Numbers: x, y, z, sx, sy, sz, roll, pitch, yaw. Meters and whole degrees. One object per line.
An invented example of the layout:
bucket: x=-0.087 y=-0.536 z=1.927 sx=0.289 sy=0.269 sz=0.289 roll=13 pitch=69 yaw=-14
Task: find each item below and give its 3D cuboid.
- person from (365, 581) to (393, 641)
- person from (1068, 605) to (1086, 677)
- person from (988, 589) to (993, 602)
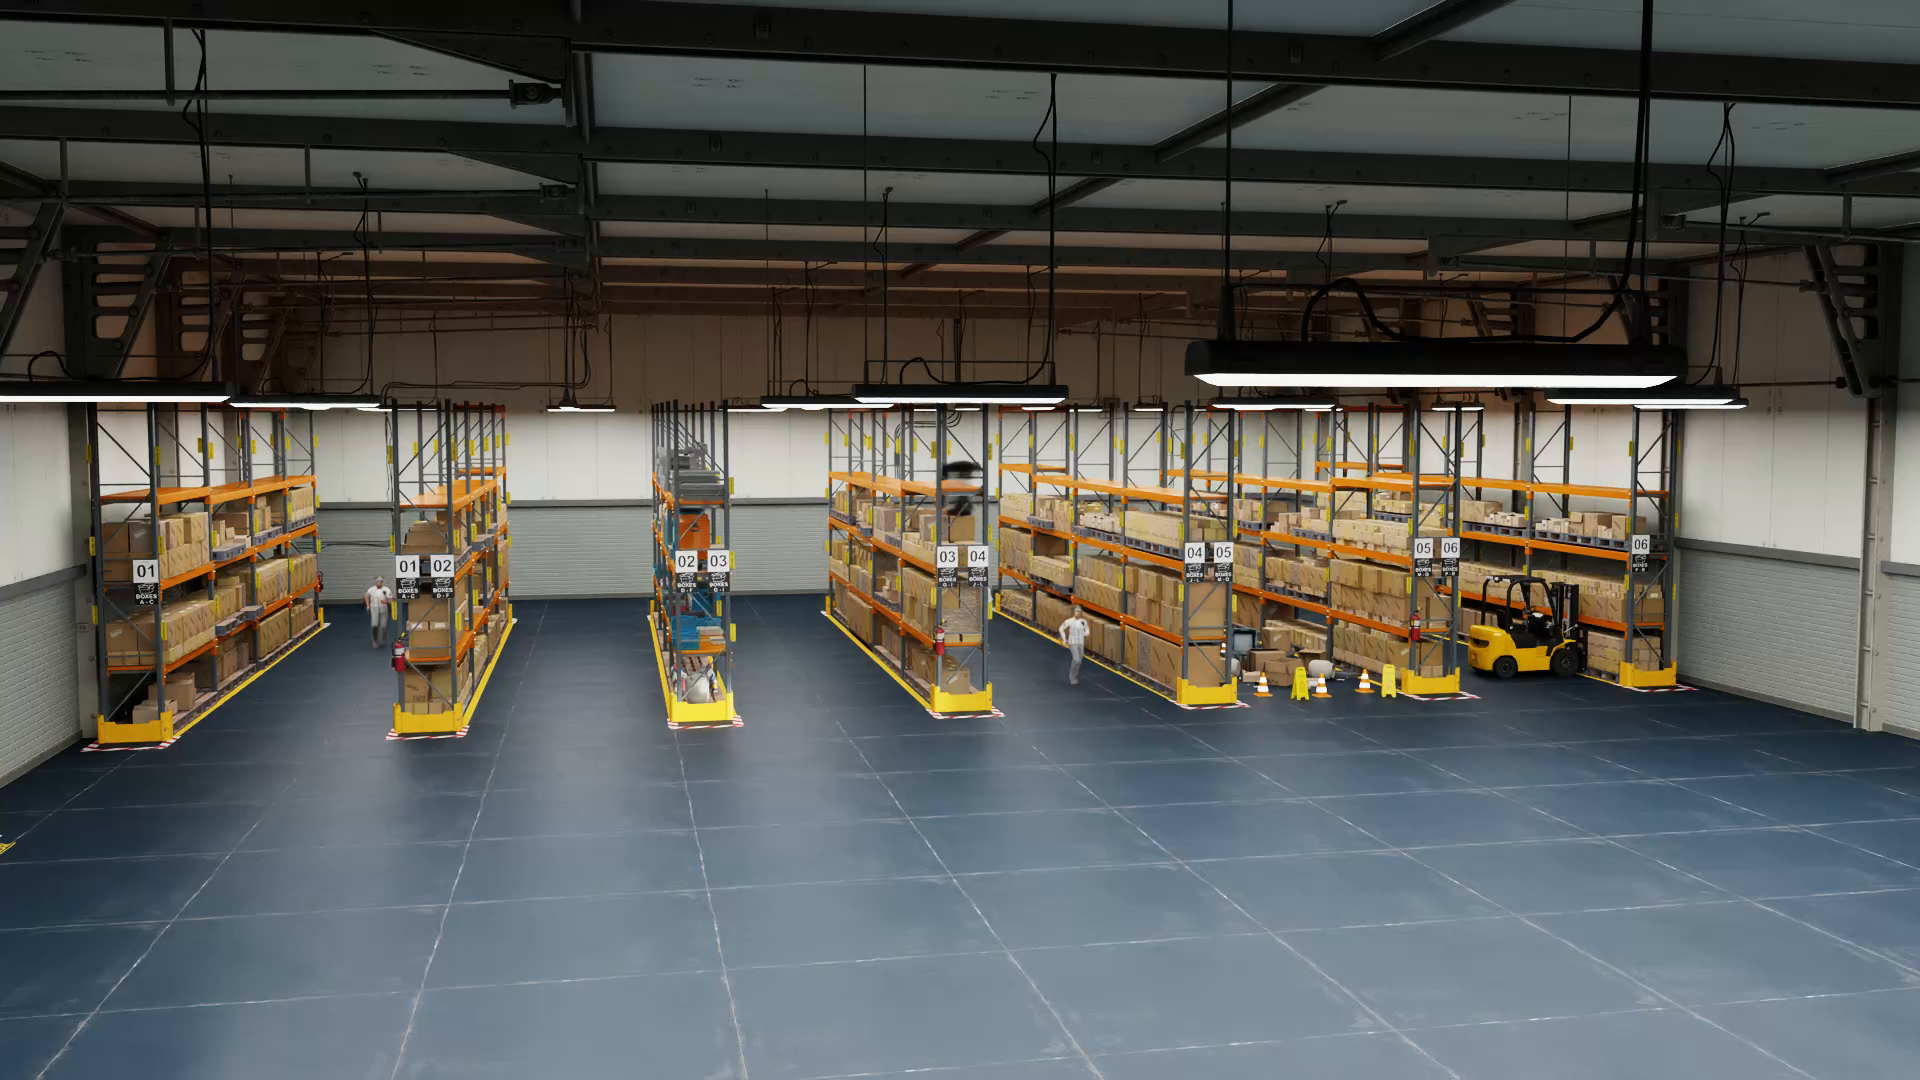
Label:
person: x=-14.239 y=1.718 z=40.761 sx=0.645 sy=1.594 sz=0.710 roll=-1 pitch=5 yaw=-19
person: x=2.469 y=2.158 z=35.181 sx=0.377 sy=1.576 sz=0.607 roll=-2 pitch=5 yaw=-23
person: x=0.565 y=1.732 z=42.769 sx=0.614 sy=1.485 sz=1.021 roll=0 pitch=4 yaw=4
